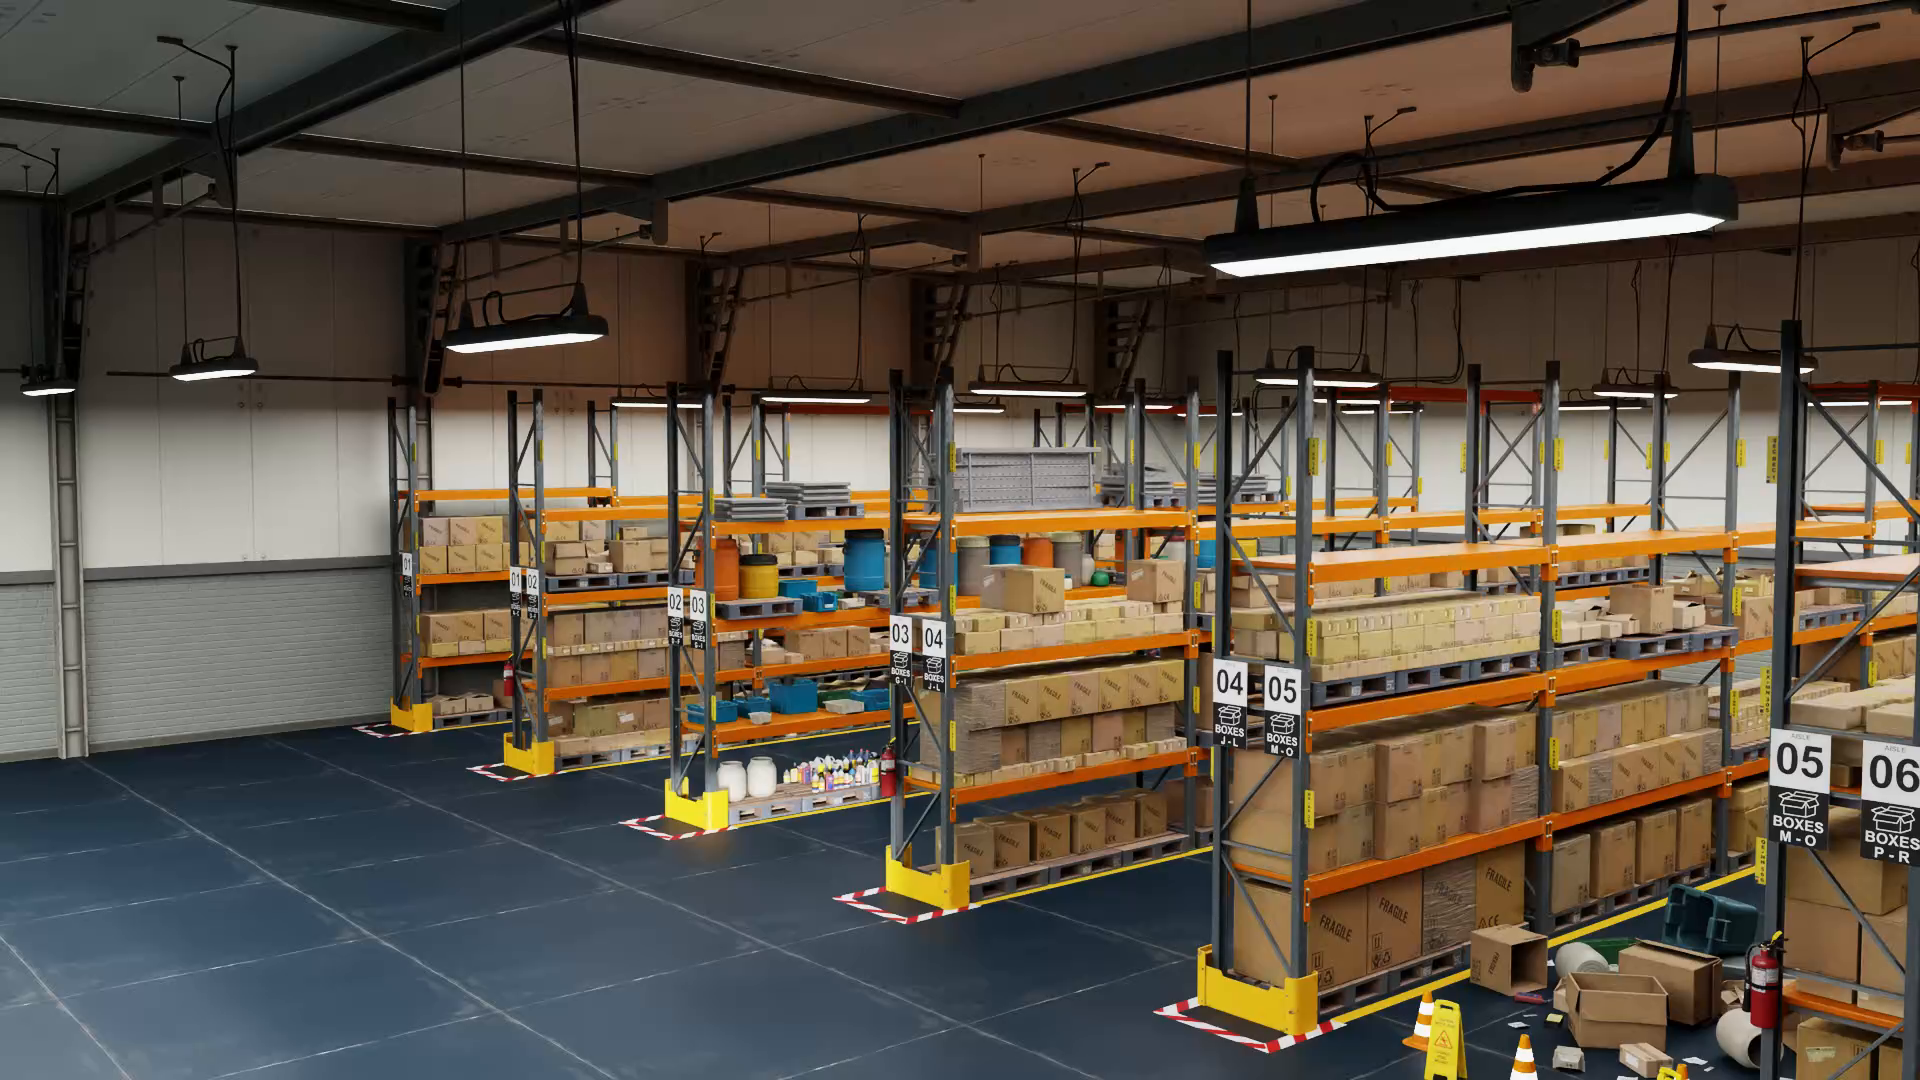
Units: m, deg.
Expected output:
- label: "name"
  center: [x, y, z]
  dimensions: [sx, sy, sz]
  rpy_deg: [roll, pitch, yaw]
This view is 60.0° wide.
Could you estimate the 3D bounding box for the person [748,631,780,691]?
- label: "person"
  center: [-3.750, 2.490, 31.981]
  dimensions: [0.603, 1.643, 0.946]
  rpy_deg: [2, 4, 32]
